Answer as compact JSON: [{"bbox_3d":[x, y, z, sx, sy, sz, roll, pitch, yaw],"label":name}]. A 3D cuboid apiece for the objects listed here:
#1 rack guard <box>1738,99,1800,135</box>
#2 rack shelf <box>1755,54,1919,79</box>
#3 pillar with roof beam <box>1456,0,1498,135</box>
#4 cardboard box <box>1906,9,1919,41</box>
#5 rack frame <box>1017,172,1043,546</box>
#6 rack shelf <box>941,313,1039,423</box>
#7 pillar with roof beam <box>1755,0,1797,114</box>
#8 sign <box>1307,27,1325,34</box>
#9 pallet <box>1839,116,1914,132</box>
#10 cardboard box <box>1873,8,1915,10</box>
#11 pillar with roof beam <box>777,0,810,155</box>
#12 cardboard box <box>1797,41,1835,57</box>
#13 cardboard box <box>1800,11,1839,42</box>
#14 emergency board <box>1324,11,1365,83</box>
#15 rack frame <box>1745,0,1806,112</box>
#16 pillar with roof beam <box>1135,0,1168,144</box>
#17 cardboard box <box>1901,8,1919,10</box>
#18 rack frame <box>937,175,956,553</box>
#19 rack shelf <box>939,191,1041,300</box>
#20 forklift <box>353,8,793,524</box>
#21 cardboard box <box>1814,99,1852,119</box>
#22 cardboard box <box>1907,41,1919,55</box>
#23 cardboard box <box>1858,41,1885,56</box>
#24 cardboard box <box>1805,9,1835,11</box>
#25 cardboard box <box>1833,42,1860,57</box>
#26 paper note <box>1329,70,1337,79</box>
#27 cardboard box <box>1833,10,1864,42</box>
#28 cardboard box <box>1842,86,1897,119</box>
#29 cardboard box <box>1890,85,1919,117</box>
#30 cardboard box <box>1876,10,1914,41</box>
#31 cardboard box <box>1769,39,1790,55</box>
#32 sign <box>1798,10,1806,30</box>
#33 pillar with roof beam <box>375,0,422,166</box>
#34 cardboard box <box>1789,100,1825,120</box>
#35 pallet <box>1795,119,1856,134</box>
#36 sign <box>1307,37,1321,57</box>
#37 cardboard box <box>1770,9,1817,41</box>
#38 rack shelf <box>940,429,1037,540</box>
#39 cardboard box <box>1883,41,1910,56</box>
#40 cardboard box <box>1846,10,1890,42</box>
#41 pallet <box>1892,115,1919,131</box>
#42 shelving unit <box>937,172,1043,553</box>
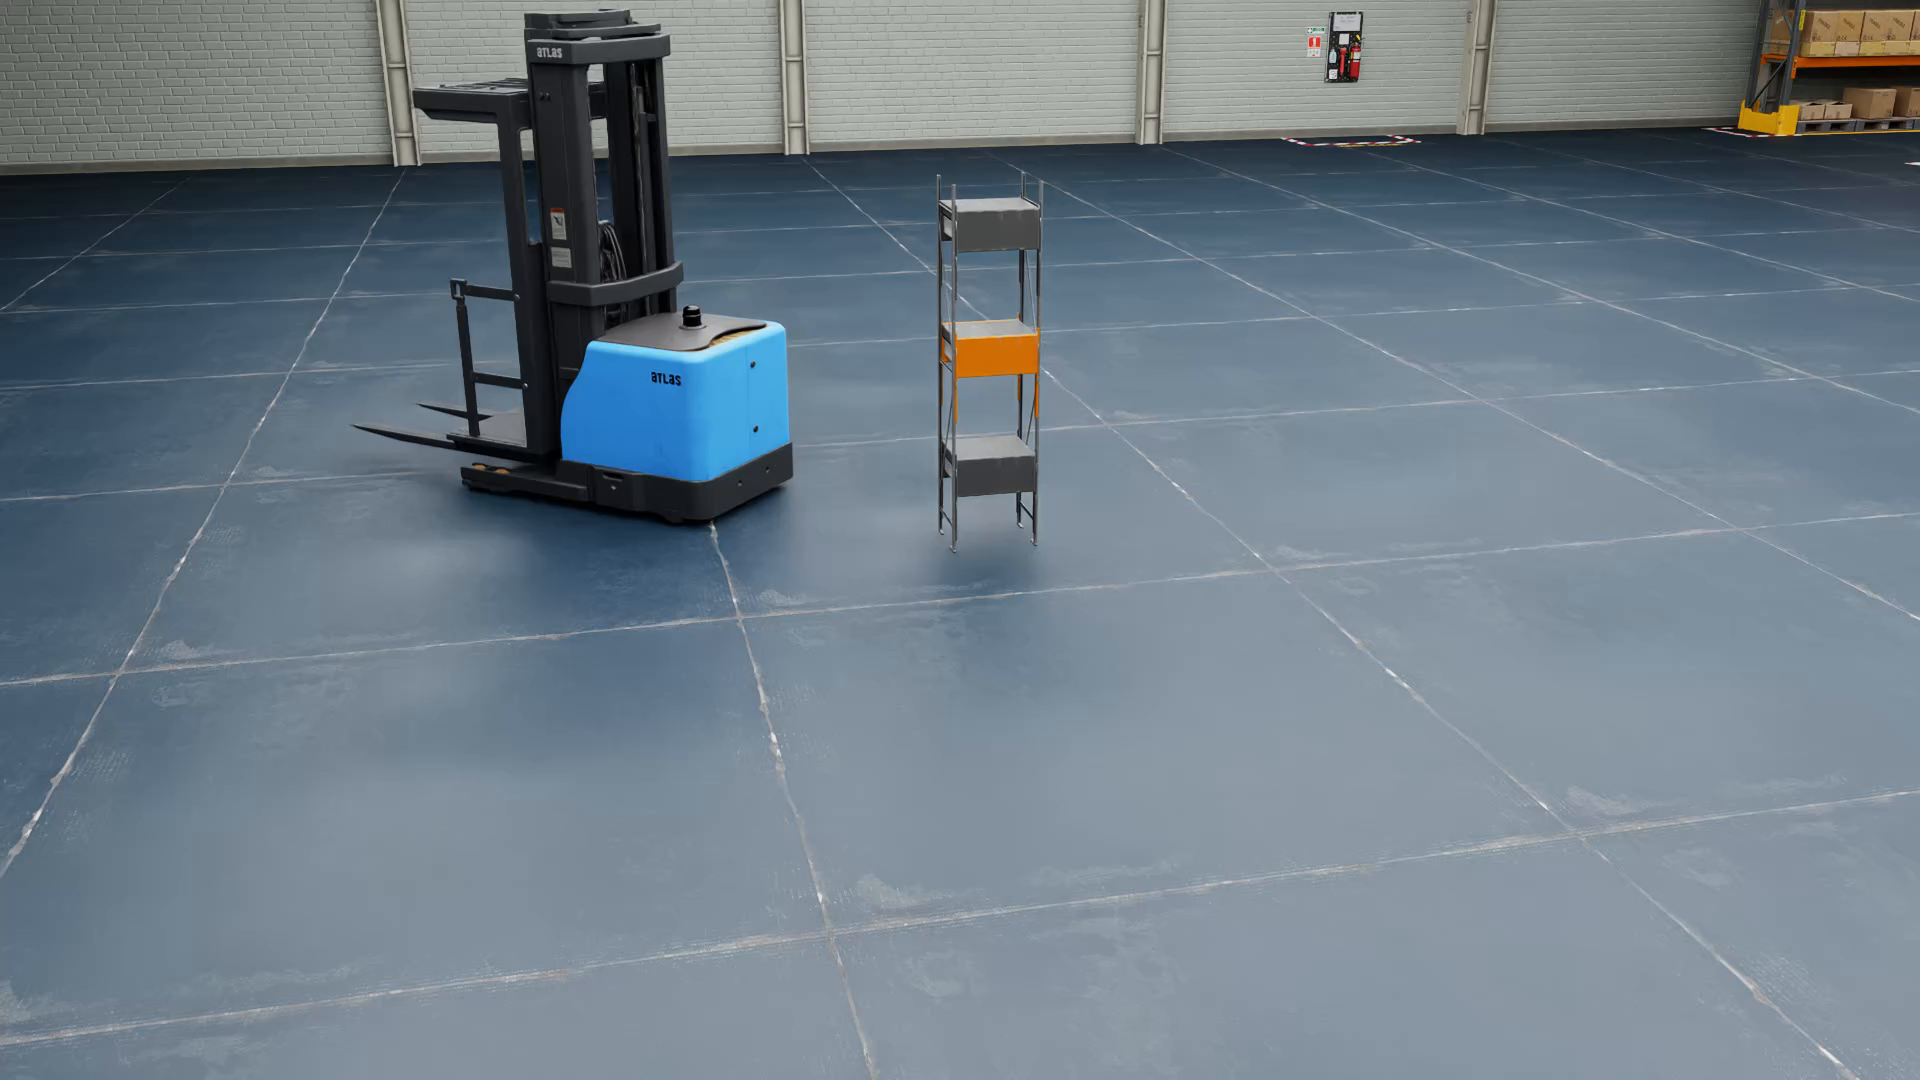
[{"bbox_3d":[14.461,-7.571,29.755,0.348,0.500,1.175,-5,21,-12],"label":"rack guard"},{"bbox_3d":[16.334,-8.559,29.865,4.000,0.370,1.077,-5,21,-12],"label":"rack shelf"},{"bbox_3d":[10.021,-9.984,23.988,0.400,9.000,9.100,-5,21,-12],"label":"pillar with roof beam"},{"bbox_3d":[16.914,-9.128,29.470,0.500,0.500,0.500,-5,21,-14],"label":"cardboard box"},{"bbox_3d":[0.399,-1.018,9.542,0.015,2.100,0.400,-5,21,-12],"label":"rack frame"},{"bbox_3d":[0.161,-0.986,9.494,0.480,0.518,0.431,-5,21,-12],"label":"rack shelf"},{"bbox_3d":[15.860,-10.459,25.285,0.400,9.000,9.100,-5,21,-12],"label":"pillar with roof beam"},{"bbox_3d":[6.061,-8.679,28.325,0.331,0.109,0.001,-5,21,-12],"label":"sign"},{"bbox_3d":[16.445,-7.583,30.208,1.213,0.211,1.003,-5,21,-12],"label":"pallet"},{"bbox_3d":[16.784,-9.302,29.945,0.500,0.500,0.500,-4,21,-11],"label":"cardboard box"},{"bbox_3d":[-1.657,-9.035,21.396,0.400,9.000,9.100,-5,21,-12],"label":"pillar with roof beam"},{"bbox_3d":[14.935,-8.610,29.146,0.500,0.250,0.500,-5,21,-14],"label":"cardboard box"},{"bbox_3d":[14.921,-8.967,29.031,0.500,0.500,0.500,-5,21,-12],"label":"cardboard box"},{"bbox_3d":[6.617,-8.426,28.455,0.643,1.169,0.194,-5,21,-12],"label":"emergency board"},{"bbox_3d":[14.387,-8.738,29.309,0.127,3.000,1.000,-5,21,-12],"label":"rack frame"},{"bbox_3d":[4.182,-9.510,22.692,0.400,9.000,9.100,-5,21,-12],"label":"pillar with roof beam"},{"bbox_3d":[17.270,-9.339,30.047,0.500,0.500,0.500,-5,21,-13],"label":"cardboard box"},{"bbox_3d":[-0.076,-0.980,9.436,0.015,2.100,0.400,-5,21,-12],"label":"rack frame"},{"bbox_3d":[0.161,-1.644,9.253,0.480,0.518,0.431,-5,21,-12],"label":"rack shelf"},{"bbox_3d":[-2.625,-1.811,10.498,3.031,2.935,1.130,10,22,25],"label":"forklift"},{"bbox_3d":[15.636,-7.752,29.886,0.500,0.311,0.500,-3,20,-8],"label":"cardboard box"},{"bbox_3d":[16.916,-8.773,29.593,0.500,0.250,0.500,-5,21,-13],"label":"cardboard box"},{"bbox_3d":[15.934,-8.694,29.376,0.500,0.250,0.500,-5,21,-13],"label":"cardboard box"},{"bbox_3d":[15.289,-9.175,29.598,0.500,0.500,0.500,-4,21,-12],"label":"cardboard box"},{"bbox_3d":[15.437,-8.656,29.272,0.500,0.250,0.500,-5,21,-14],"label":"cardboard box"},{"bbox_3d":[6.429,-8.021,28.631,0.142,0.148,0.016,-5,21,-12],"label":"paper note"},{"bbox_3d":[15.404,-9.003,29.128,0.500,0.500,0.500,-5,21,-12],"label":"cardboard box"},{"bbox_3d":[16.362,-7.882,29.966,0.500,0.500,0.700,-6,21,-16],"label":"cardboard box"},{"bbox_3d":[17.279,-7.992,30.267,0.500,0.500,0.500,-6,21,-17],"label":"cardboard box"},{"bbox_3d":[16.408,-9.086,29.357,0.500,0.500,0.500,-4,20,-11],"label":"cardboard box"},{"bbox_3d":[14.798,-8.779,29.609,0.500,0.250,0.500,-4,21,-12],"label":"cardboard box"},{"bbox_3d":[14.512,-8.963,28.664,0.005,0.325,0.100,-5,21,-12],"label":"sign"},{"bbox_3d":[-7.496,-8.560,20.099,0.400,9.000,9.100,-5,21,-12],"label":"pillar with roof beam"},{"bbox_3d":[15.081,-7.707,29.763,0.500,0.311,0.500,-7,21,-19],"label":"cardboard box"},{"bbox_3d":[15.260,-7.488,29.948,1.213,0.211,1.003,-5,21,-12],"label":"pallet"},{"bbox_3d":[6.055,-8.433,28.424,0.234,0.329,0.001,-5,21,-12],"label":"sign"},{"bbox_3d":[14.797,-9.138,29.498,0.500,0.500,0.500,-5,21,-13],"label":"cardboard box"},{"bbox_3d":[0.161,-0.329,9.735,0.480,0.518,0.431,-5,21,-12],"label":"rack shelf"},{"bbox_3d":[16.427,-8.733,29.484,0.500,0.250,0.500,-4,21,-12],"label":"cardboard box"},{"bbox_3d":[15.909,-9.041,29.234,0.500,0.500,0.500,-5,21,-14],"label":"cardboard box"},{"bbox_3d":[17.634,-7.681,30.475,1.213,0.211,1.003,-5,21,-12],"label":"pallet"},{"bbox_3d":[0.161,-0.999,9.489,0.503,2.100,0.431,-5,21,-12],"label":"shelving unit"}]
